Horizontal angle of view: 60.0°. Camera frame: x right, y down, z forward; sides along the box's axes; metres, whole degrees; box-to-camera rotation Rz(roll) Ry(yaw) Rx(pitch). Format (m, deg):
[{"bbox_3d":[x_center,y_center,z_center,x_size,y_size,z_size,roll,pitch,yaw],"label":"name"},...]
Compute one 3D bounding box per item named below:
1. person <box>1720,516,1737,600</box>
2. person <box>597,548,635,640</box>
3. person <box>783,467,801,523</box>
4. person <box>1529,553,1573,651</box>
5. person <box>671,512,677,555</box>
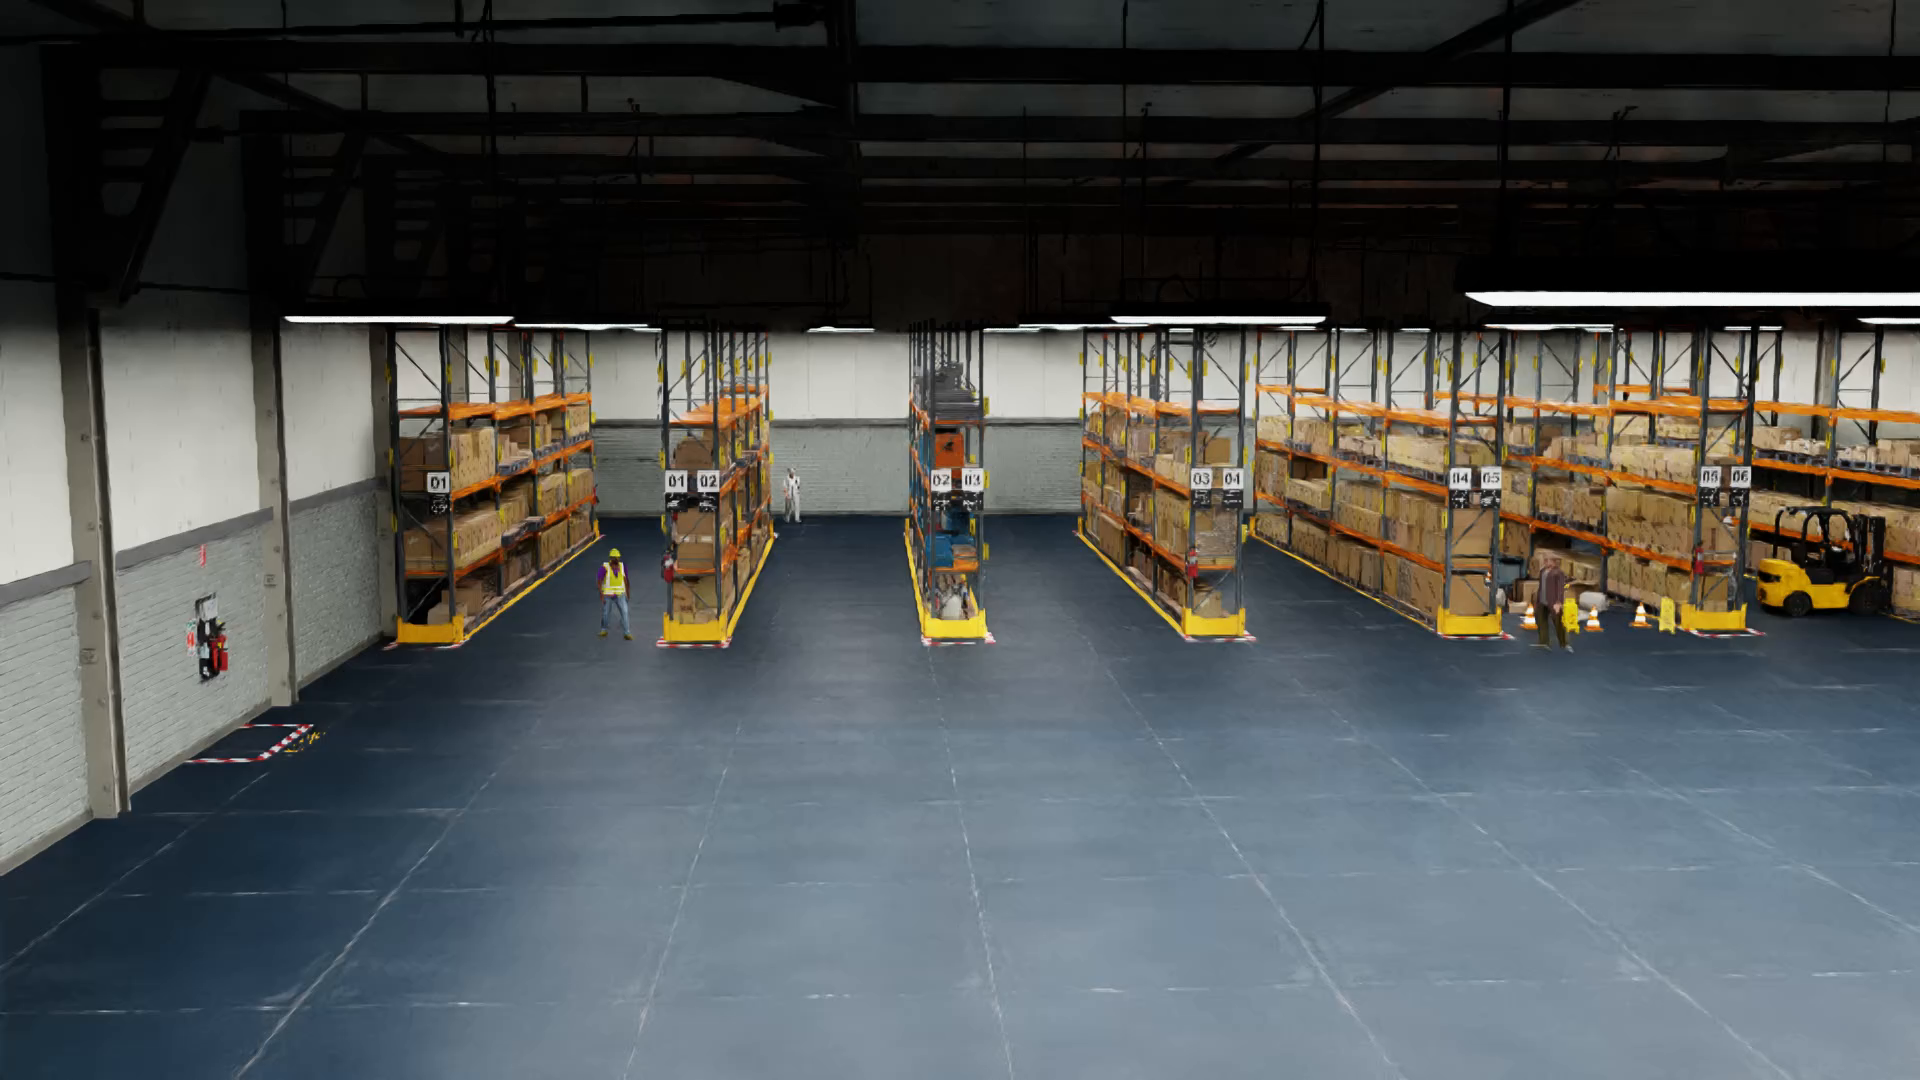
[{"bbox_3d":[16.571,0.373,36.058,0.580,1.782,0.665,4,8,27],"label":"person"},{"bbox_3d":[-6.518,1.011,31.327,0.631,1.731,0.886,-3,8,-23],"label":"person"},{"bbox_3d":[-5.112,-1.377,50.496,0.536,1.707,1.036,-1,7,-11],"label":"person"},{"bbox_3d":[10.774,1.127,30.186,0.516,1.774,0.776,-5,8,-33],"label":"person"},{"bbox_3d":[-7.234,-0.412,43.009,0.683,1.675,0.525,-1,7,-5],"label":"person"}]
